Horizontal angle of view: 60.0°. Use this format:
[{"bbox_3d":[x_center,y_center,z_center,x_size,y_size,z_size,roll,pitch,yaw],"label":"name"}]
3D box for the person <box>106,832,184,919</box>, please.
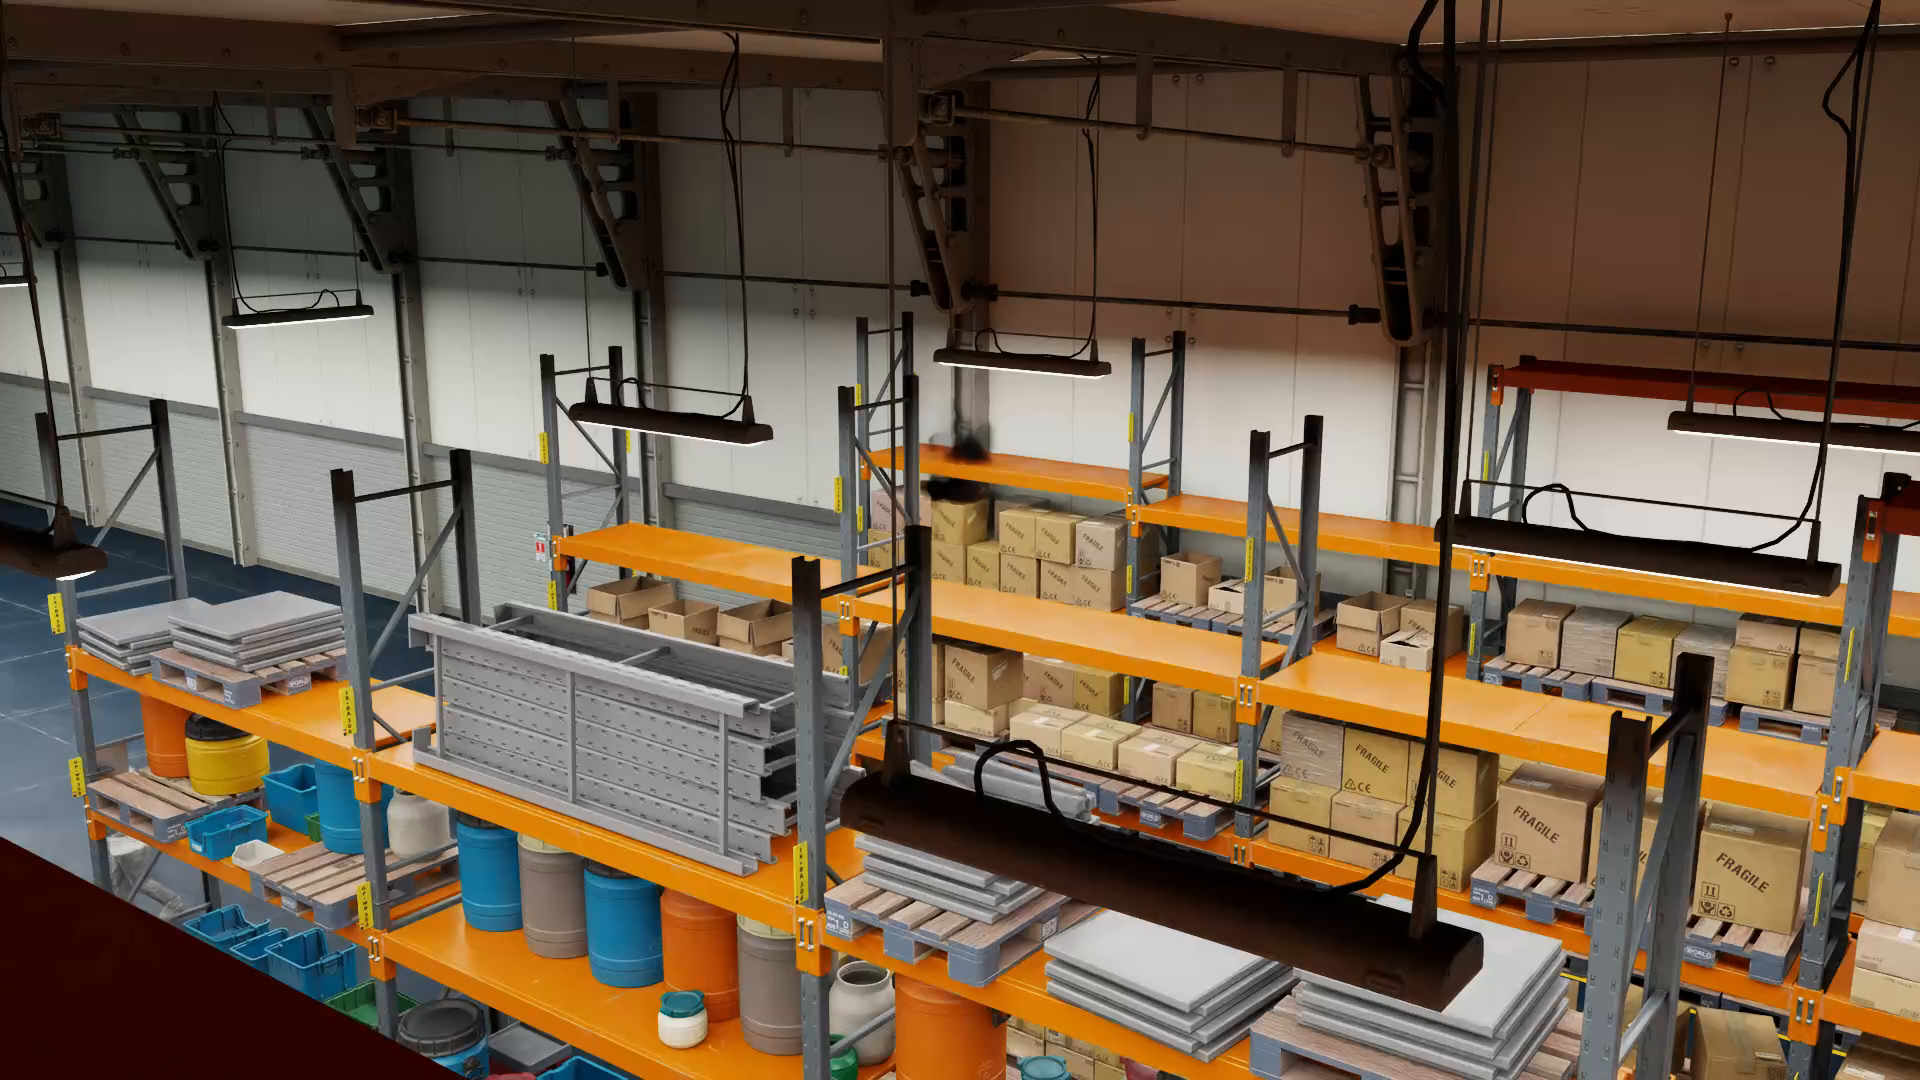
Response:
[{"bbox_3d":[-8.663,3.242,17.371,0.871,1.813,0.638,-6,14,-23],"label":"person"}]
